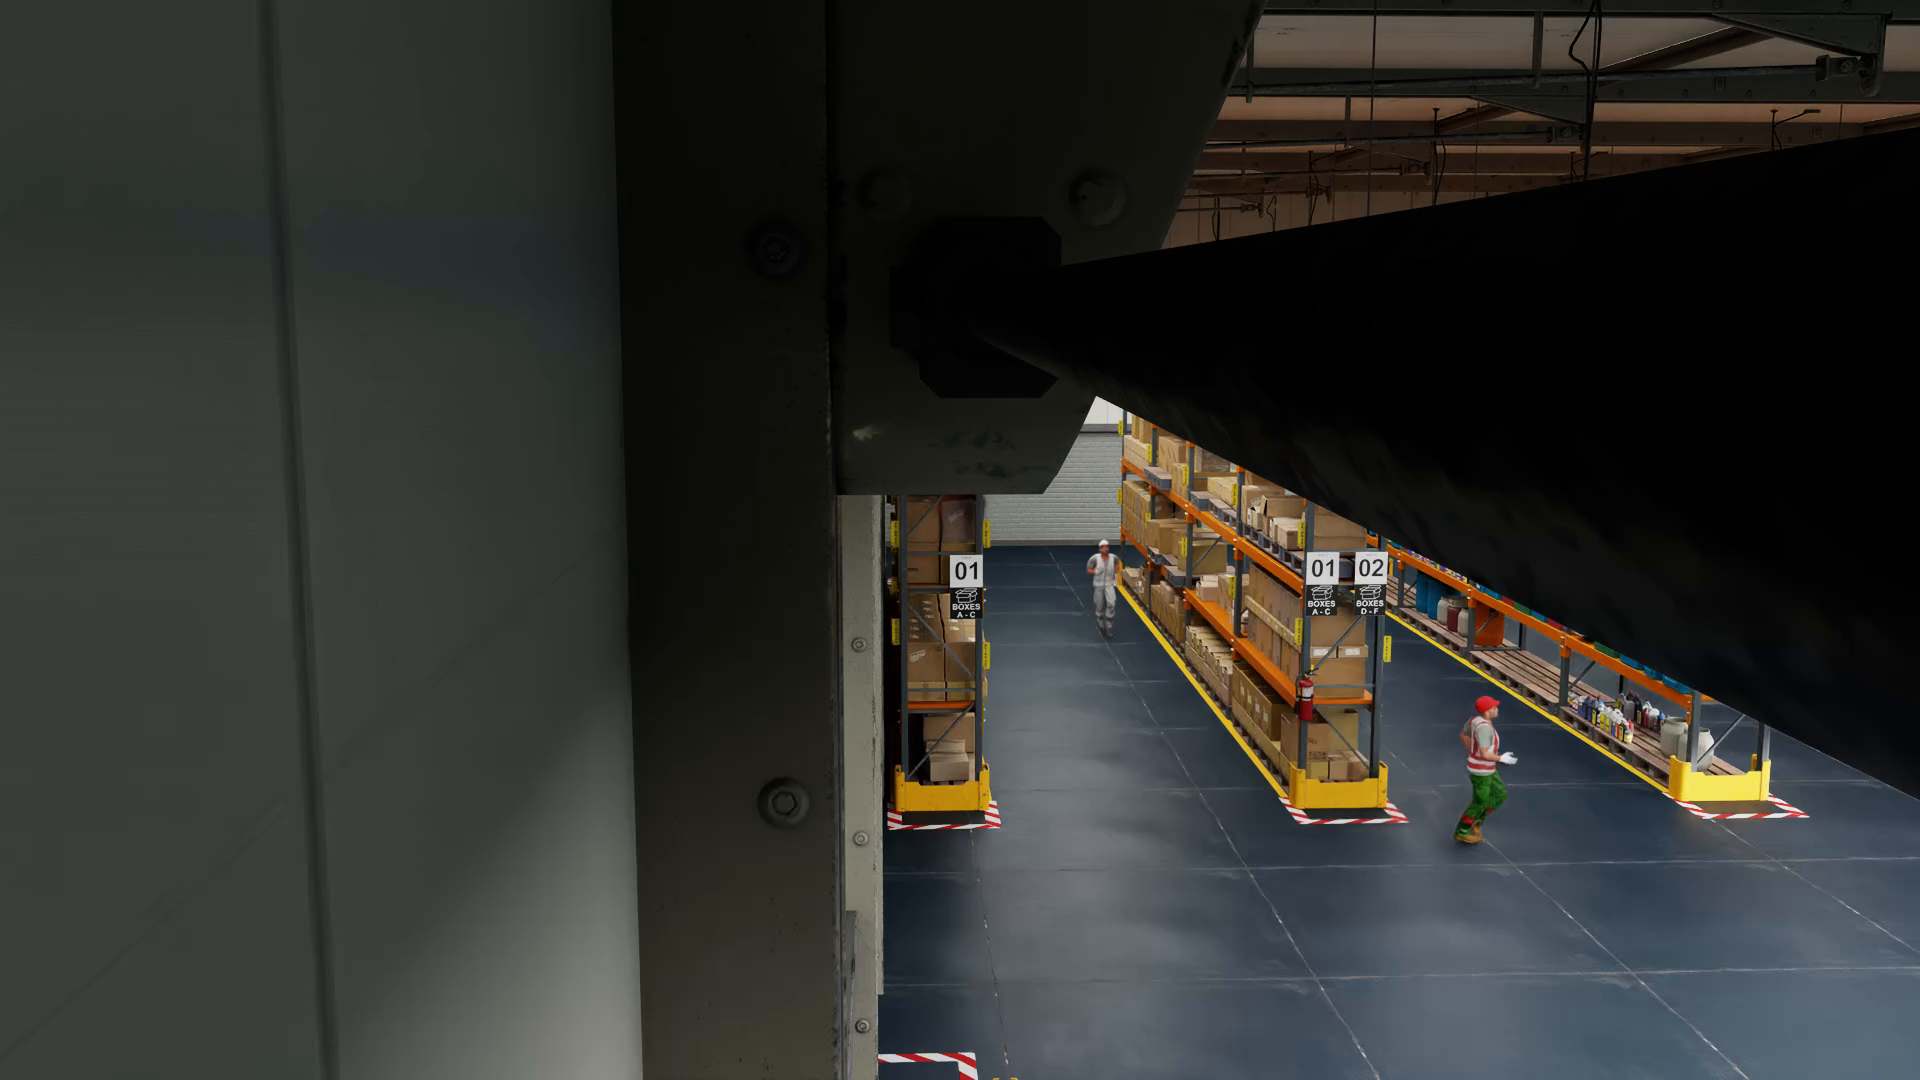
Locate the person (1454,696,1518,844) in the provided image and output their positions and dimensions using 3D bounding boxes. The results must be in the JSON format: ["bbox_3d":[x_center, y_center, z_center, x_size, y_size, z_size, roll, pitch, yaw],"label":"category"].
[{"bbox_3d":[6.041,2.652,19.079,0.655,1.767,0.651,2,9,16],"label":"person"}]

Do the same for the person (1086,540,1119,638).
[{"bbox_3d":[2.666,0.886,31.075,0.631,1.823,0.825,0,8,0],"label":"person"}]
